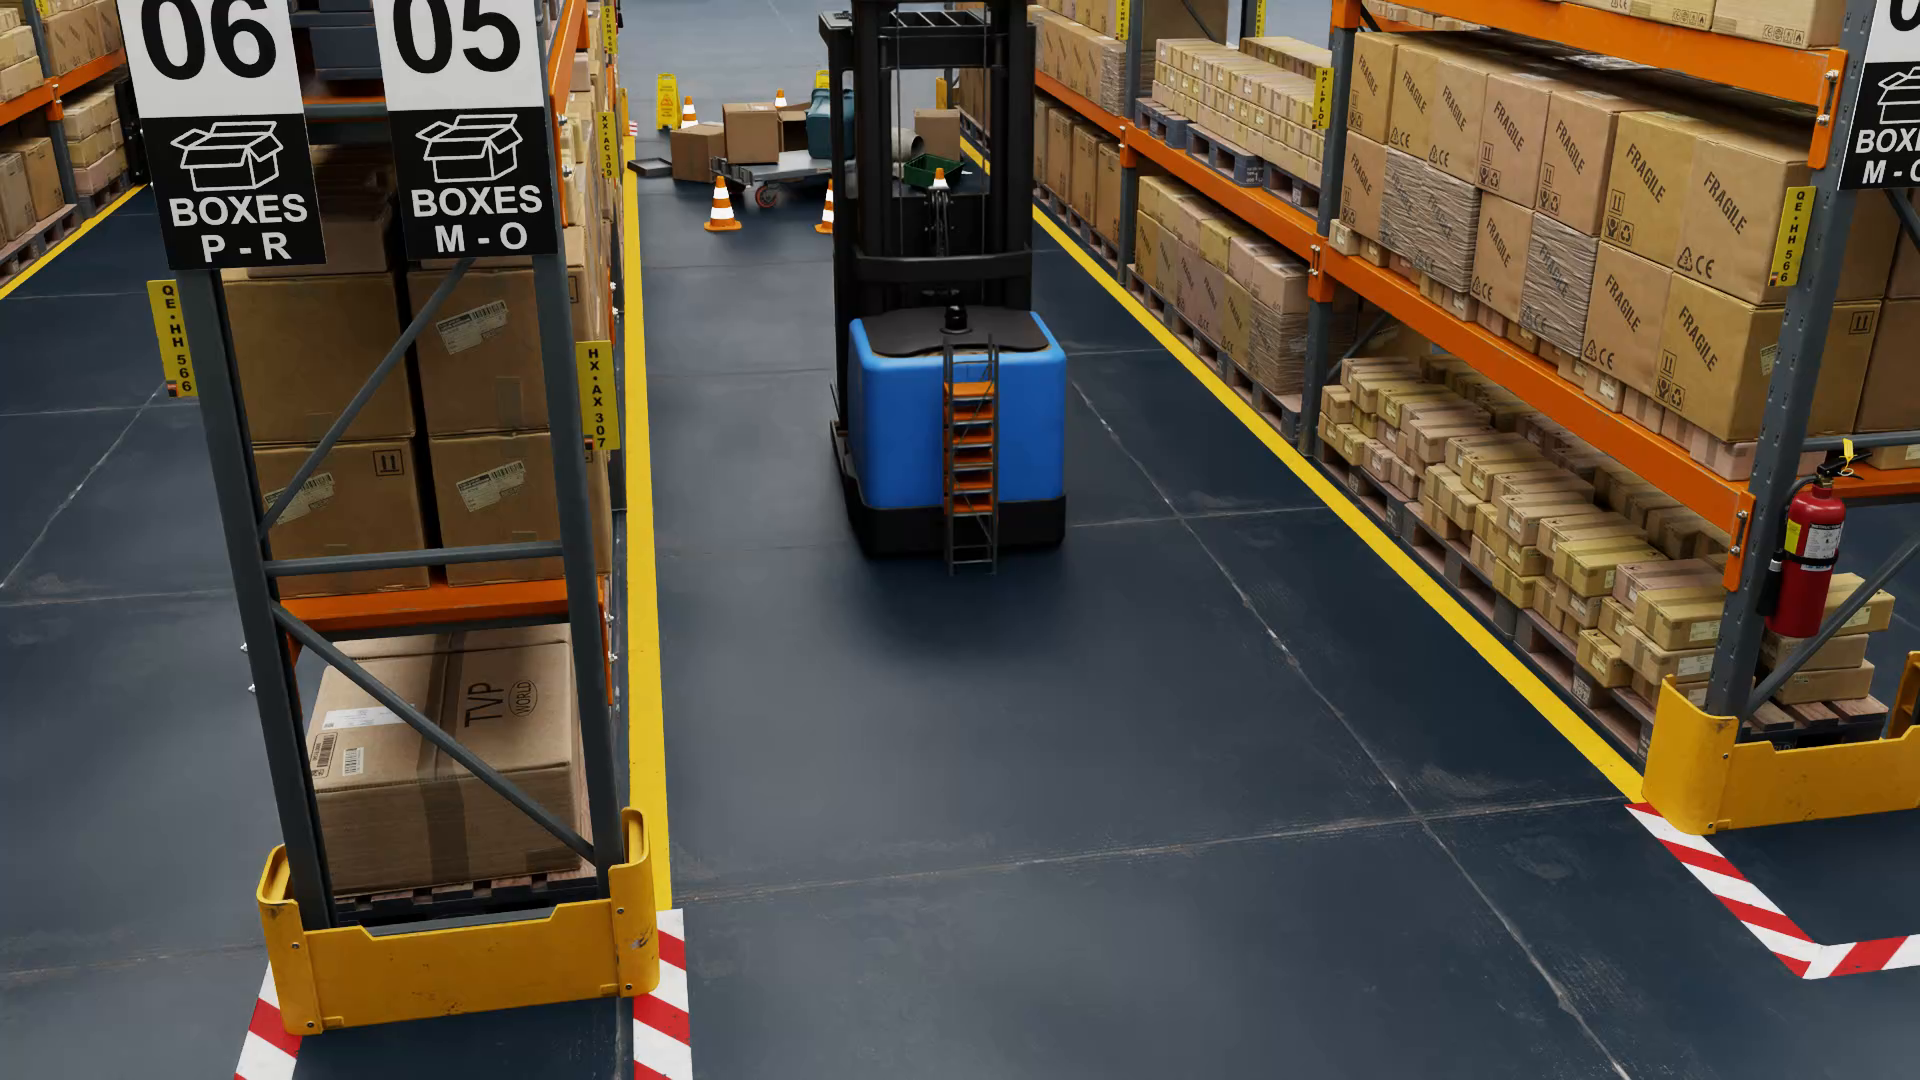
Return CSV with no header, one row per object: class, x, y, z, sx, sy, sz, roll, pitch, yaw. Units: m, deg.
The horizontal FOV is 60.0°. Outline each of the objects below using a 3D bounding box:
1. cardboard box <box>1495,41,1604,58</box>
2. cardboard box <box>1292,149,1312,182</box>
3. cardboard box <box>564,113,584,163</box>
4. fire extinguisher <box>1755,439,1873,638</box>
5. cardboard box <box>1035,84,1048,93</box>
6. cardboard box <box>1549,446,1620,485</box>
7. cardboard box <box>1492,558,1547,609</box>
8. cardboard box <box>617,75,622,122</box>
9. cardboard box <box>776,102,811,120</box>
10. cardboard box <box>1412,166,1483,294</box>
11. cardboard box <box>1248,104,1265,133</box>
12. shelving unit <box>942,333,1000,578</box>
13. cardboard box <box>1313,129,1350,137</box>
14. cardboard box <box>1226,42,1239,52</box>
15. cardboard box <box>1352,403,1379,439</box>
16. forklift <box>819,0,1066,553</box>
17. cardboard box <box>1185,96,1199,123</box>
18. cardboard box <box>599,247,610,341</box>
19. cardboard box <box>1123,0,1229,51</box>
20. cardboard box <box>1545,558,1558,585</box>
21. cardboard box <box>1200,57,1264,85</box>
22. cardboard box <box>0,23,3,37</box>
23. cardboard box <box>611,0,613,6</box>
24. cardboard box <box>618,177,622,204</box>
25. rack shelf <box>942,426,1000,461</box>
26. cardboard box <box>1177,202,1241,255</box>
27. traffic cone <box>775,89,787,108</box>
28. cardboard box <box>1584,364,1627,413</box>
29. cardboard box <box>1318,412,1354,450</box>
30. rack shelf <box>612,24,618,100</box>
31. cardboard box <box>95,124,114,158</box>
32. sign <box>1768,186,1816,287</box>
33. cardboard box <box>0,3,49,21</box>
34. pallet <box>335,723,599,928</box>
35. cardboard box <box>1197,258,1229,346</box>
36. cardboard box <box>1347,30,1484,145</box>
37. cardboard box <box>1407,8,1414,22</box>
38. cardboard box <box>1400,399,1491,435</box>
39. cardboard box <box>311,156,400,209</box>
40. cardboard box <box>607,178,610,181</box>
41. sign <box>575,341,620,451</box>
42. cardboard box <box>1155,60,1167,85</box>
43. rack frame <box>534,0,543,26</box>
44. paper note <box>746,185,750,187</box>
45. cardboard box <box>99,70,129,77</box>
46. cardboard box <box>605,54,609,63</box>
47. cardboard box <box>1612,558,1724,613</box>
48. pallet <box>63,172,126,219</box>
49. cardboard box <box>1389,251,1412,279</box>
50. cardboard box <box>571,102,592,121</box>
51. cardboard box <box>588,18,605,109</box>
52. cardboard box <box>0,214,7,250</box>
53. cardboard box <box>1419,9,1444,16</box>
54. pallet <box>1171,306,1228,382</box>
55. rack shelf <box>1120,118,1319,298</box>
cardboard box,2.977,-2.192,8.274,0.500,0.500,0.500,-5,24,-11
cardboard box,2.206,-2.240,9.921,0.380,0.149,0.250,-4,24,-9
cardboard box,-1.622,-1.514,6.284,0.380,0.149,0.250,-5,24,-11
fire extinguisher,2.856,-0.006,5.579,0.296,0.674,0.183,-4,24,-10
cardboard box,0.996,-4.537,17.521,0.875,0.875,0.875,-4,24,-9
cardboard box,3.096,-0.344,8.083,0.380,0.149,0.250,-4,24,-10
cardboard box,2.682,0.181,7.625,0.380,0.149,0.250,-5,24,-12
cardboard box,-3.851,-4.602,17.512,0.500,0.500,0.500,-3,24,-7
cardboard box,-1.729,-4.585,18.620,0.637,0.503,0.797,18,29,36
cardboard box,2.523,-1.493,7.924,0.500,0.500,0.500,-5,24,-11
cardboard box,2.061,-2.686,10.569,0.380,0.149,0.250,-6,24,-12
shelving unit,0.052,-0.405,8.179,0.258,1.200,0.189,-3,24,-8
cardboard box,2.257,-2.412,9.572,0.380,0.149,0.250,-3,24,-7
cardboard box,1.966,-3.735,13.429,0.500,0.500,0.500,-4,24,-9
cardboard box,2.411,-0.682,9.230,0.380,0.149,0.250,-4,24,-9
forklift,-0.183,-1.837,9.294,1.130,2.935,3.031,-3,24,-8
cardboard box,1.819,-3.061,11.800,0.380,0.149,0.250,-3,24,-7
cardboard box,-1.778,-0.997,7.159,0.500,0.500,0.500,-5,24,-11
cardboard box,1.710,-4.174,13.185,0.700,0.500,0.500,-4,24,-10
cardboard box,2.838,0.128,7.375,0.380,0.149,0.250,-5,24,-10
cardboard box,1.872,-3.233,11.452,0.380,0.149,0.250,-3,24,-7
cardboard box,-8.160,-4.222,13.734,0.380,0.149,0.250,-5,24,-11
cardboard box,-3.994,-5.828,17.849,0.500,0.500,0.500,-4,24,-10
cardboard box,-3.567,-3.159,14.994,0.950,0.372,0.625,-3,24,-6
rack shelf,0.052,-0.474,8.148,0.258,0.103,0.180,-3,24,-8
cardboard box,1.846,-2.199,11.698,0.500,0.250,0.500,-4,24,-9
traffic cone,-2.167,-5.213,20.107,0.336,0.463,0.334,-4,24,-10
cardboard box,2.784,-0.635,6.769,0.380,0.149,0.250,-4,24,-8
cardboard box,2.275,-0.638,9.500,0.380,0.149,0.250,-5,24,-12
rack shelf,-4.172,-5.117,17.616,1.077,0.370,4.000,-4,24,-10
cardboard box,-8.561,-3.863,16.134,0.500,0.250,0.500,-4,24,-10
sign,2.714,-0.988,5.423,0.100,0.325,0.005,-4,24,-10
cardboard box,-8.480,-4.779,15.009,0.380,0.149,0.250,-5,24,-11
pallet,-1.808,1.030,6.129,1.003,0.211,1.213,-4,24,-10
cardboard box,1.953,-1.642,11.361,0.500,0.500,0.500,-5,24,-11
cardboard box,2.367,-2.364,8.669,0.500,0.500,0.500,-4,24,-8
cardboard box,5.374,-6.036,19.136,0.380,0.149,0.250,-4,24,-10
cardboard box,2.542,-0.617,8.710,0.380,0.149,0.250,-5,24,-11
cardboard box,-2.054,-1.163,5.480,0.380,0.149,0.250,-4,24,-9
cardboard box,-2.318,-2.271,9.764,0.500,0.250,0.500,-4,24,-9
sign,-1.037,-0.411,4.764,0.100,0.325,0.005,-4,24,-10
cardboard box,1.675,-3.501,12.436,0.380,0.149,0.250,-3,24,-7
rack frame,-1.583,-2.689,3.663,1.000,3.000,0.127,-4,24,-10
paper note,-2.224,-3.634,17.032,0.148,0.019,0.142,-4,24,-10
cardboard box,-8.927,-4.896,17.875,0.500,0.250,0.500,-4,24,-9
cardboard box,-3.271,-4.251,14.525,0.380,0.149,0.250,-4,24,-9
cardboard box,2.926,0.203,6.831,0.380,0.149,0.250,-4,24,-9
pallet,-8.786,-3.329,16.108,1.003,0.211,1.213,-4,24,-10
cardboard box,2.476,-1.471,8.685,0.380,0.149,0.250,-5,24,-12
cardboard box,-1.878,-1.652,7.410,0.500,0.500,0.500,-5,24,-11
cardboard box,-2.522,-3.009,10.518,0.500,0.500,0.500,-4,24,-10
cardboard box,-8.295,-2.589,13.373,0.875,0.625,0.625,-5,24,-12
cardboard box,5.665,-6.145,18.576,0.875,0.500,0.500,-4,24,-10
pallet,2.149,-1.428,11.756,1.003,0.211,1.213,-4,24,-10
rack shelf,2.153,-2.376,11.341,1.077,0.370,4.000,-4,24,-10
